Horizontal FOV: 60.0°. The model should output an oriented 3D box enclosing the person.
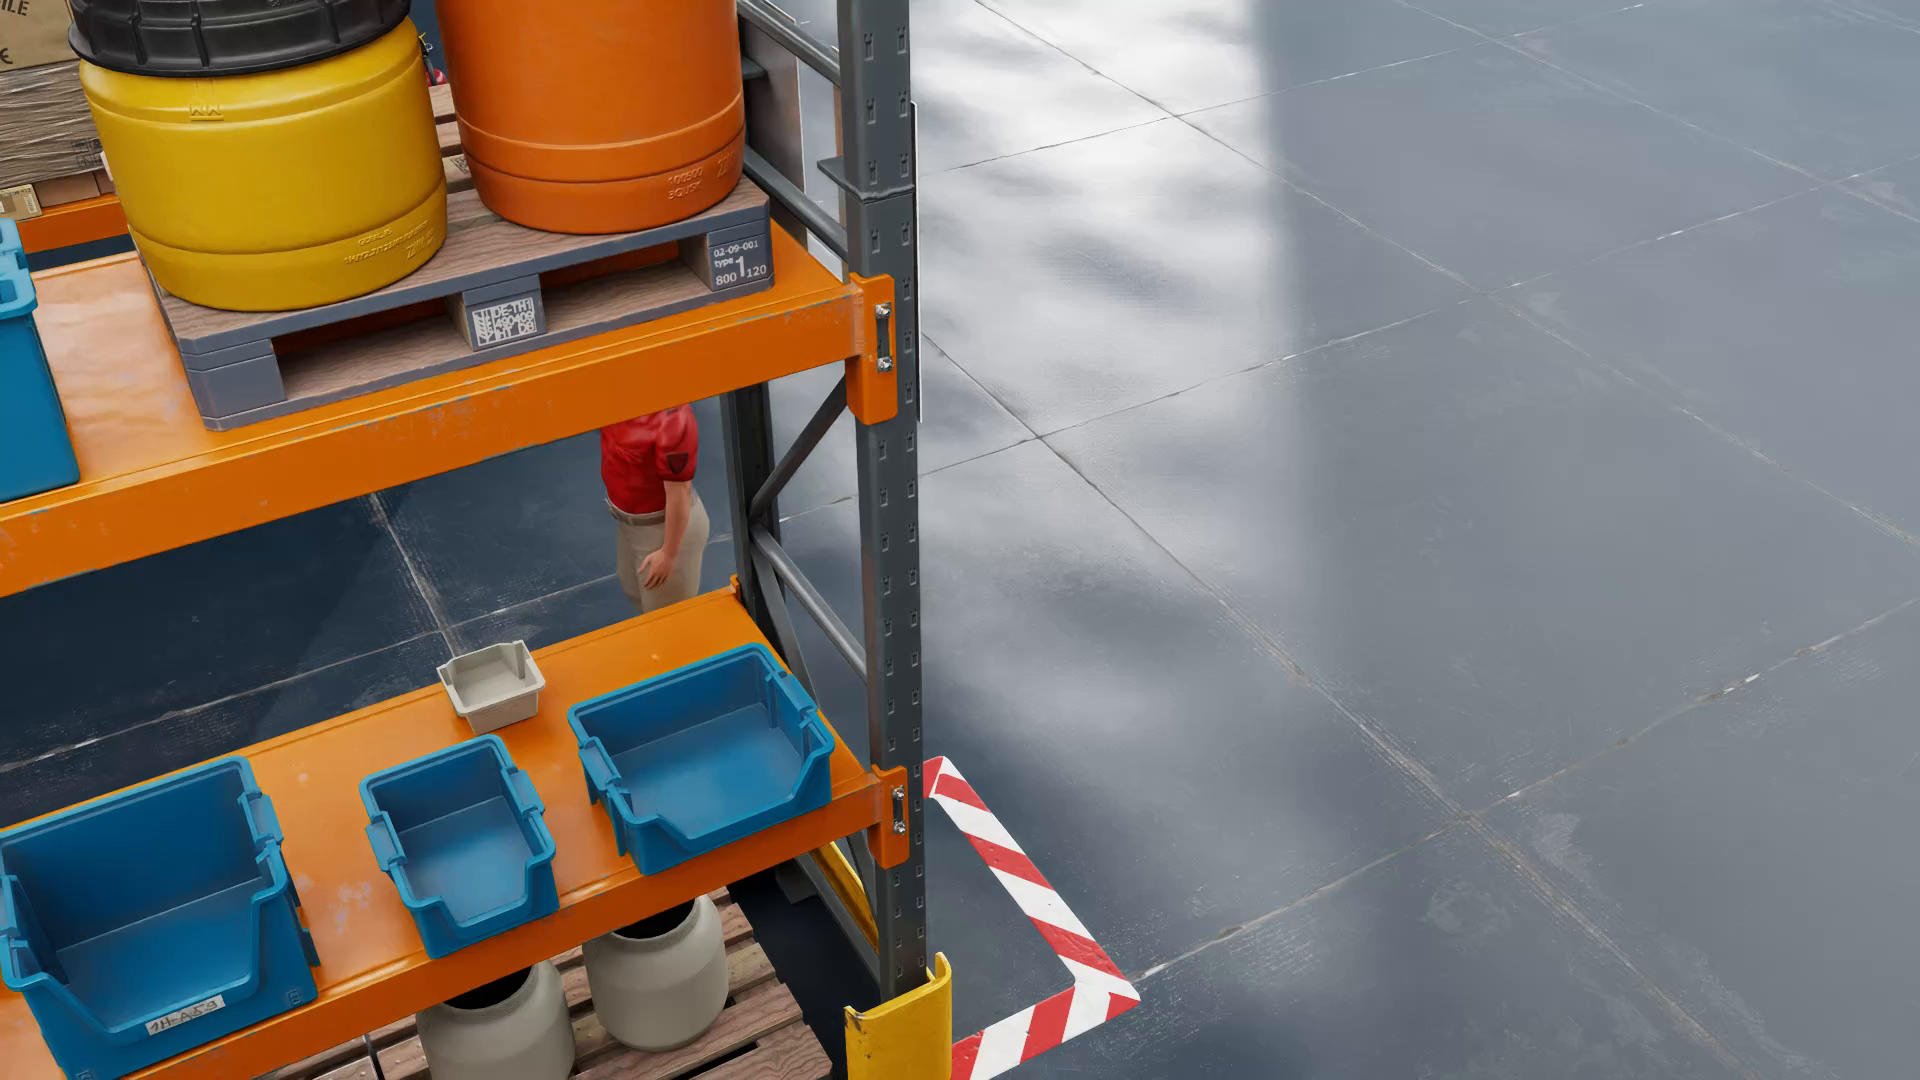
[{"bbox_3d":[-1.136,-0.053,6.253,0.358,1.715,0.536,-18,40,-23],"label":"person"}]
